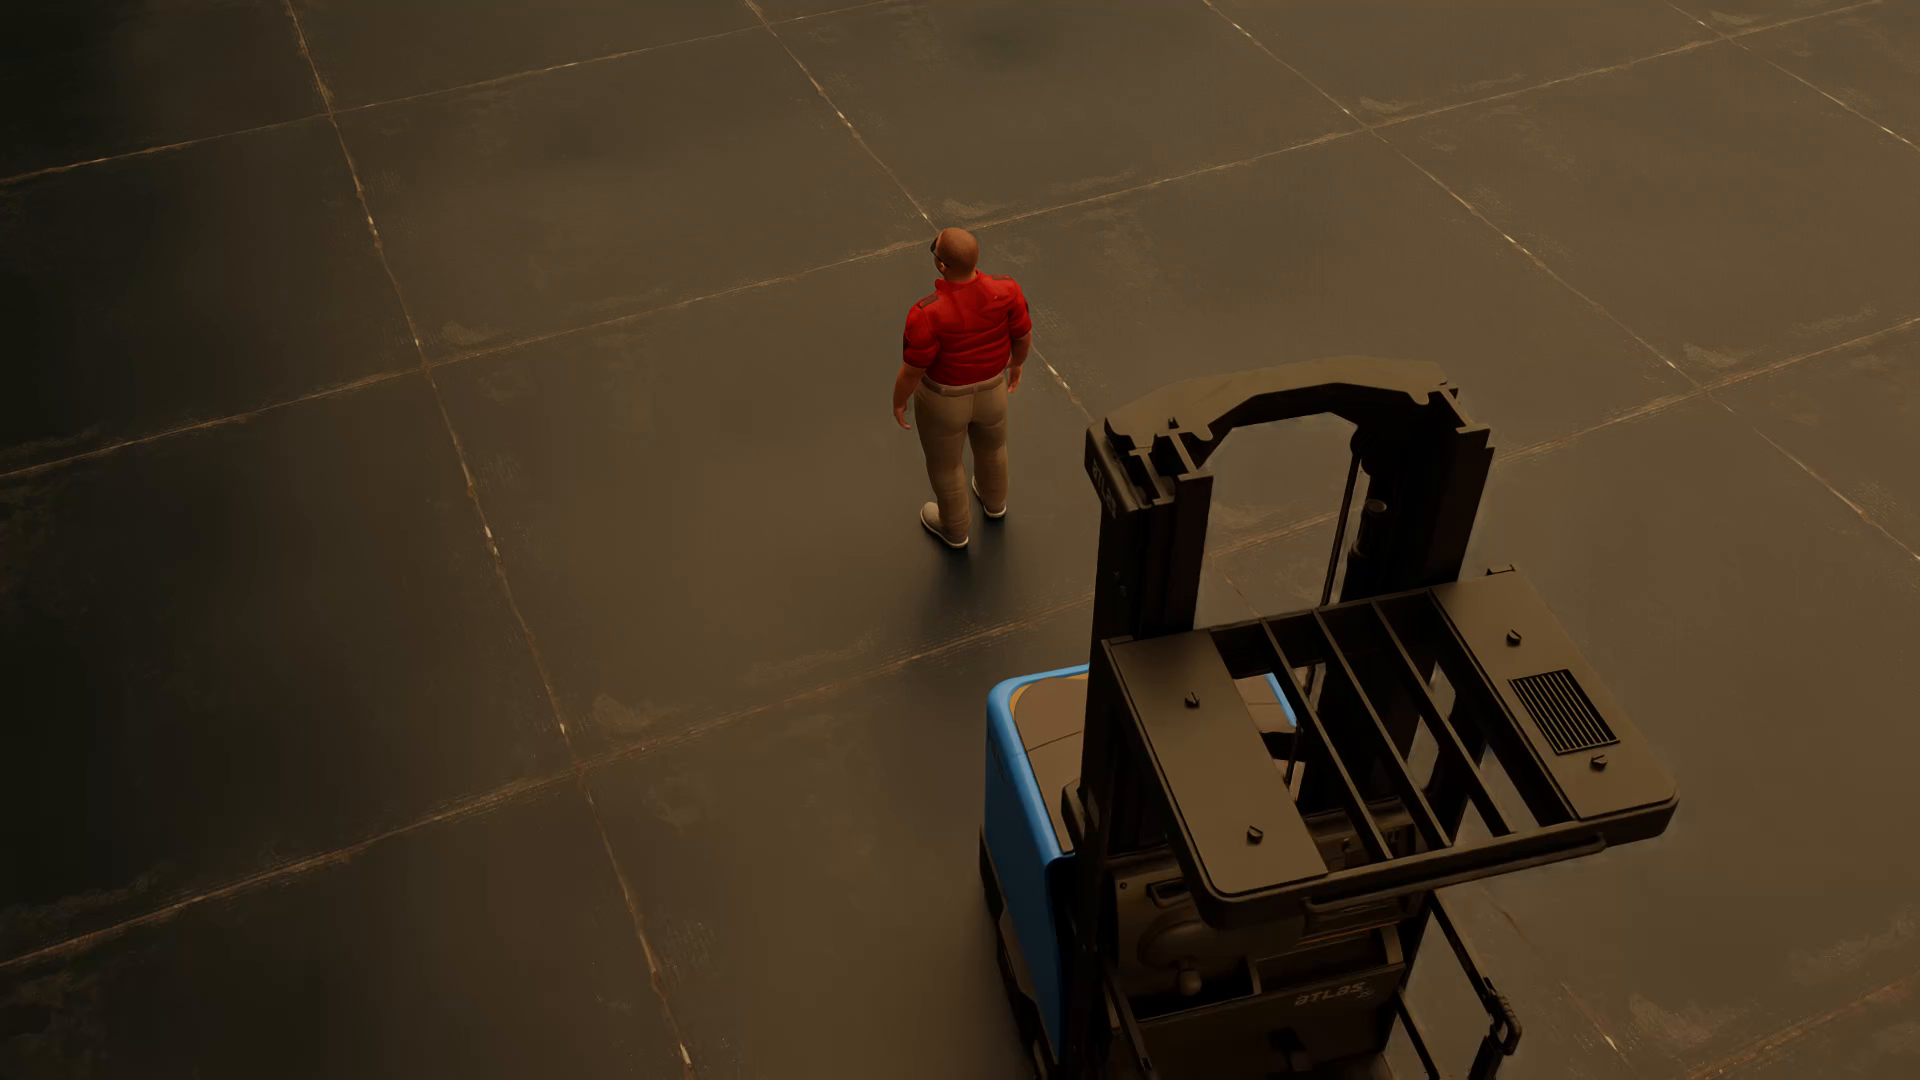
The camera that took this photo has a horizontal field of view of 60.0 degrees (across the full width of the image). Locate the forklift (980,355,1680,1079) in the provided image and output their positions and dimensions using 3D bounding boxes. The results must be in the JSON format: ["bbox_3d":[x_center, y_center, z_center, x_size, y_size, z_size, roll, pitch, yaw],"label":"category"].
[{"bbox_3d":[0.931,1.099,4.502,1.130,2.935,3.031,-10,44,-10],"label":"forklift"}]

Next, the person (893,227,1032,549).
[{"bbox_3d":[-0.027,-0.697,7.296,0.641,1.728,0.550,-18,46,-18],"label":"person"}]
